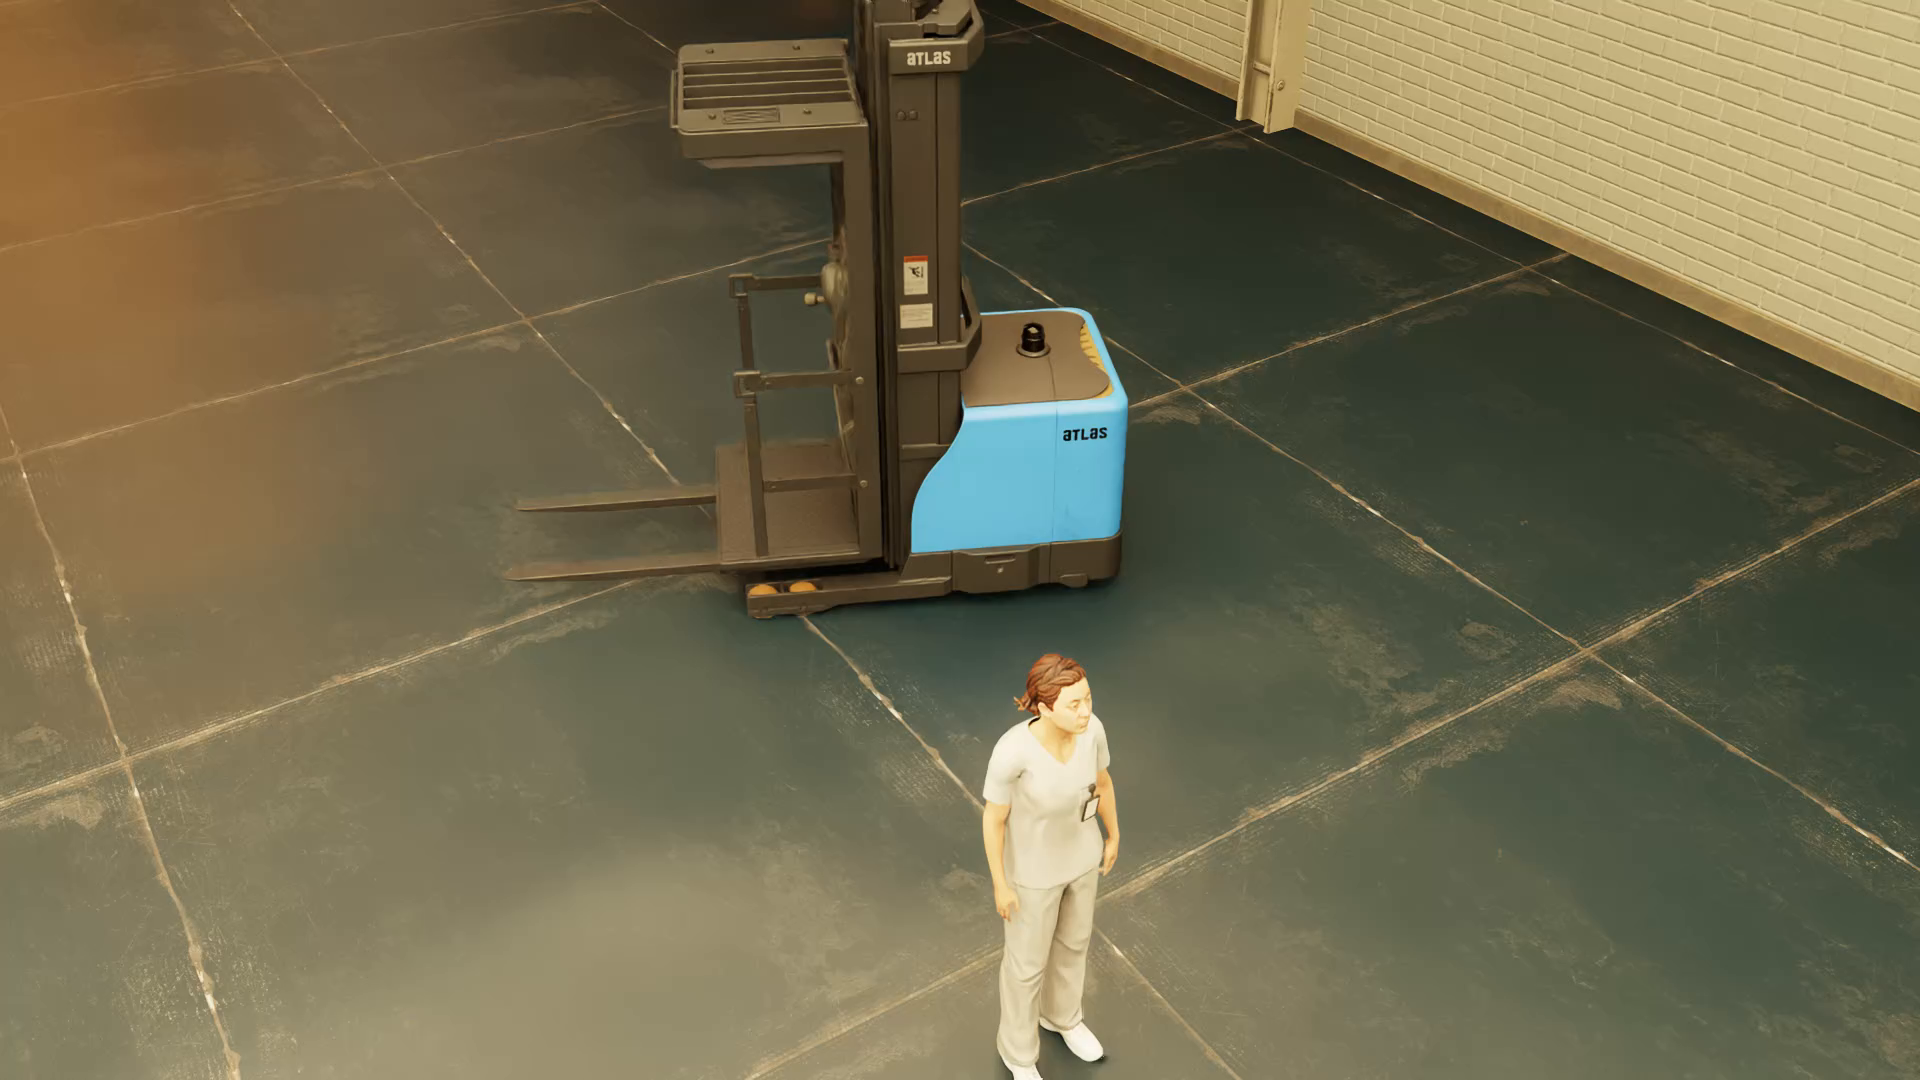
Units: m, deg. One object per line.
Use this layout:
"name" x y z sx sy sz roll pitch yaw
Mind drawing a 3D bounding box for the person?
"person" 0.346 1.131 5.628 0.527 1.681 0.524 -20 40 -26

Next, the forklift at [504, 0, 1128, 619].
"forklift" -0.752 -1.137 7.765 3.031 2.935 1.130 -4 35 -6
